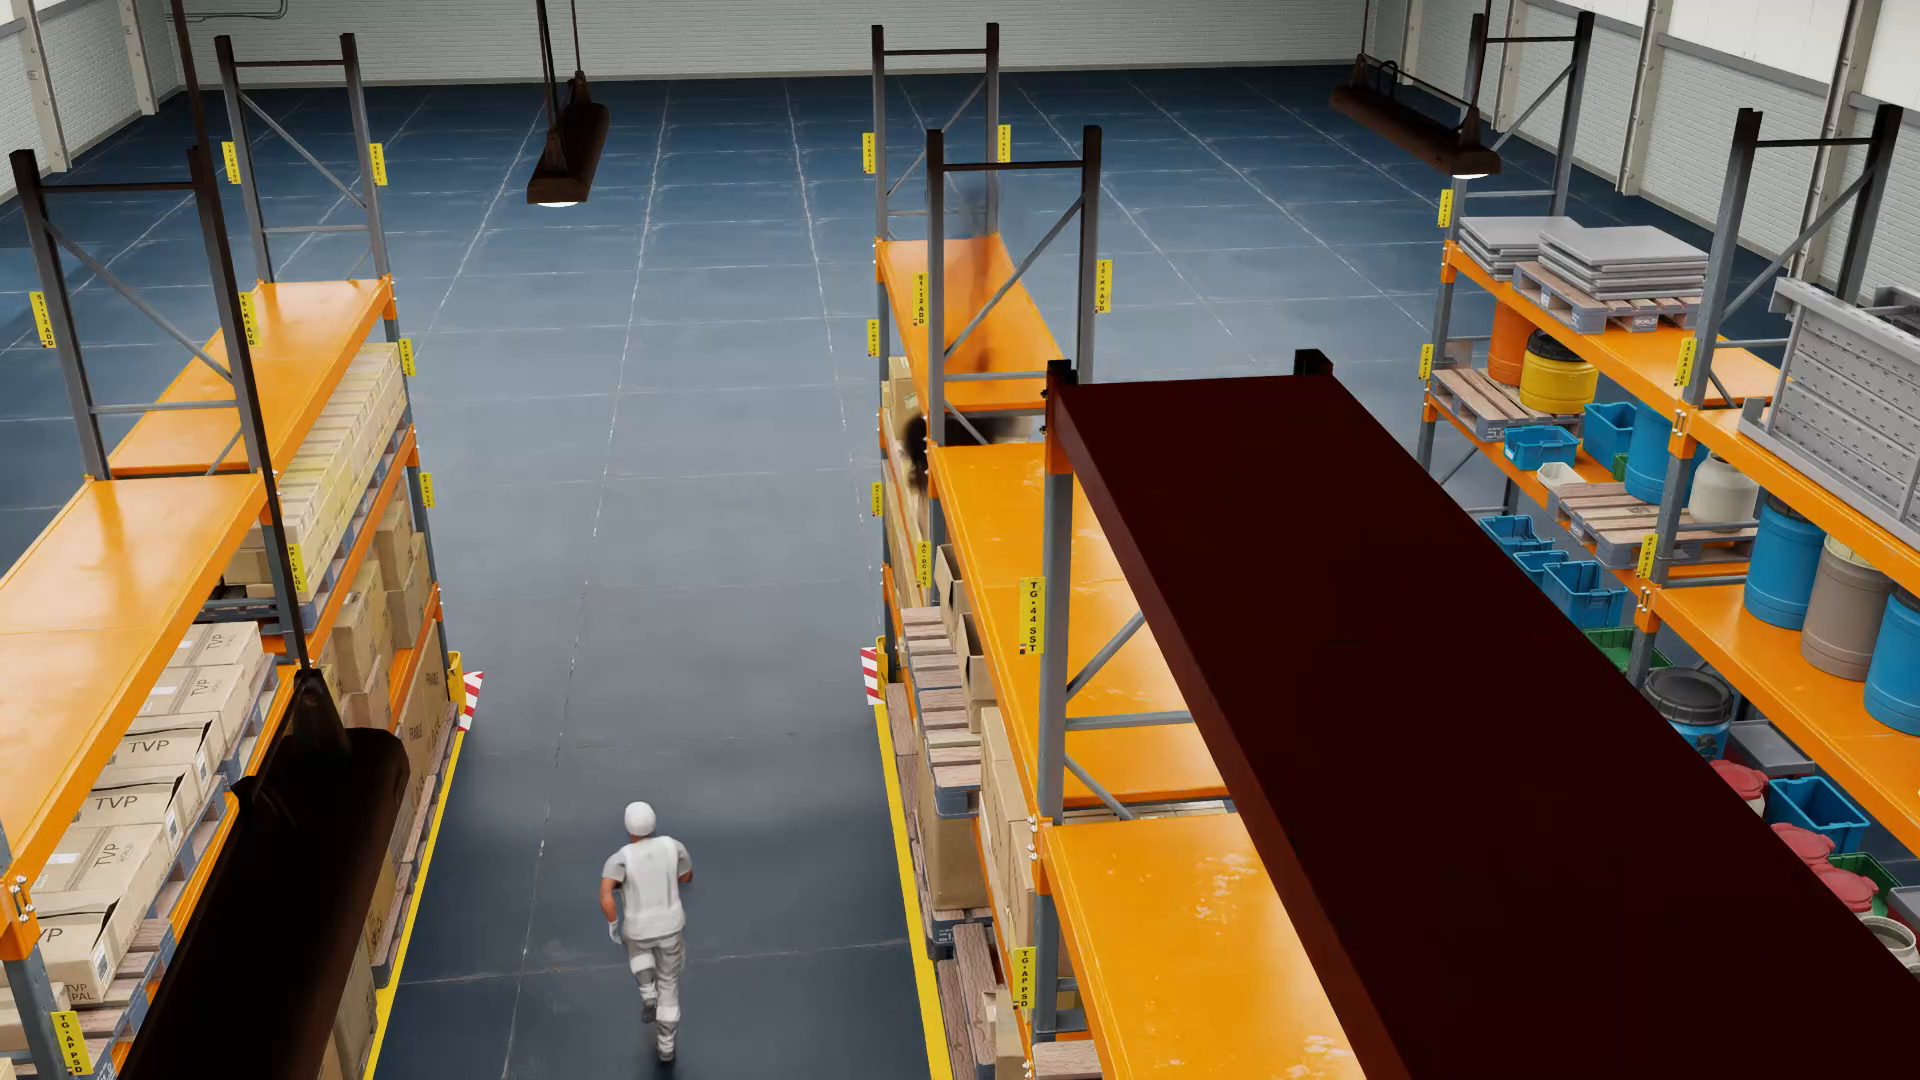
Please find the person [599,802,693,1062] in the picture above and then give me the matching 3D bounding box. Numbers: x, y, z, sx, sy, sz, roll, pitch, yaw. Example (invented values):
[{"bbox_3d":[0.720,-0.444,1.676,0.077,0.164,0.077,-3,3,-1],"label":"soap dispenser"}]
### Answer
[{"bbox_3d":[-2.066,2.556,11.100,0.632,1.698,0.862,-7,26,-14],"label":"person"}]
